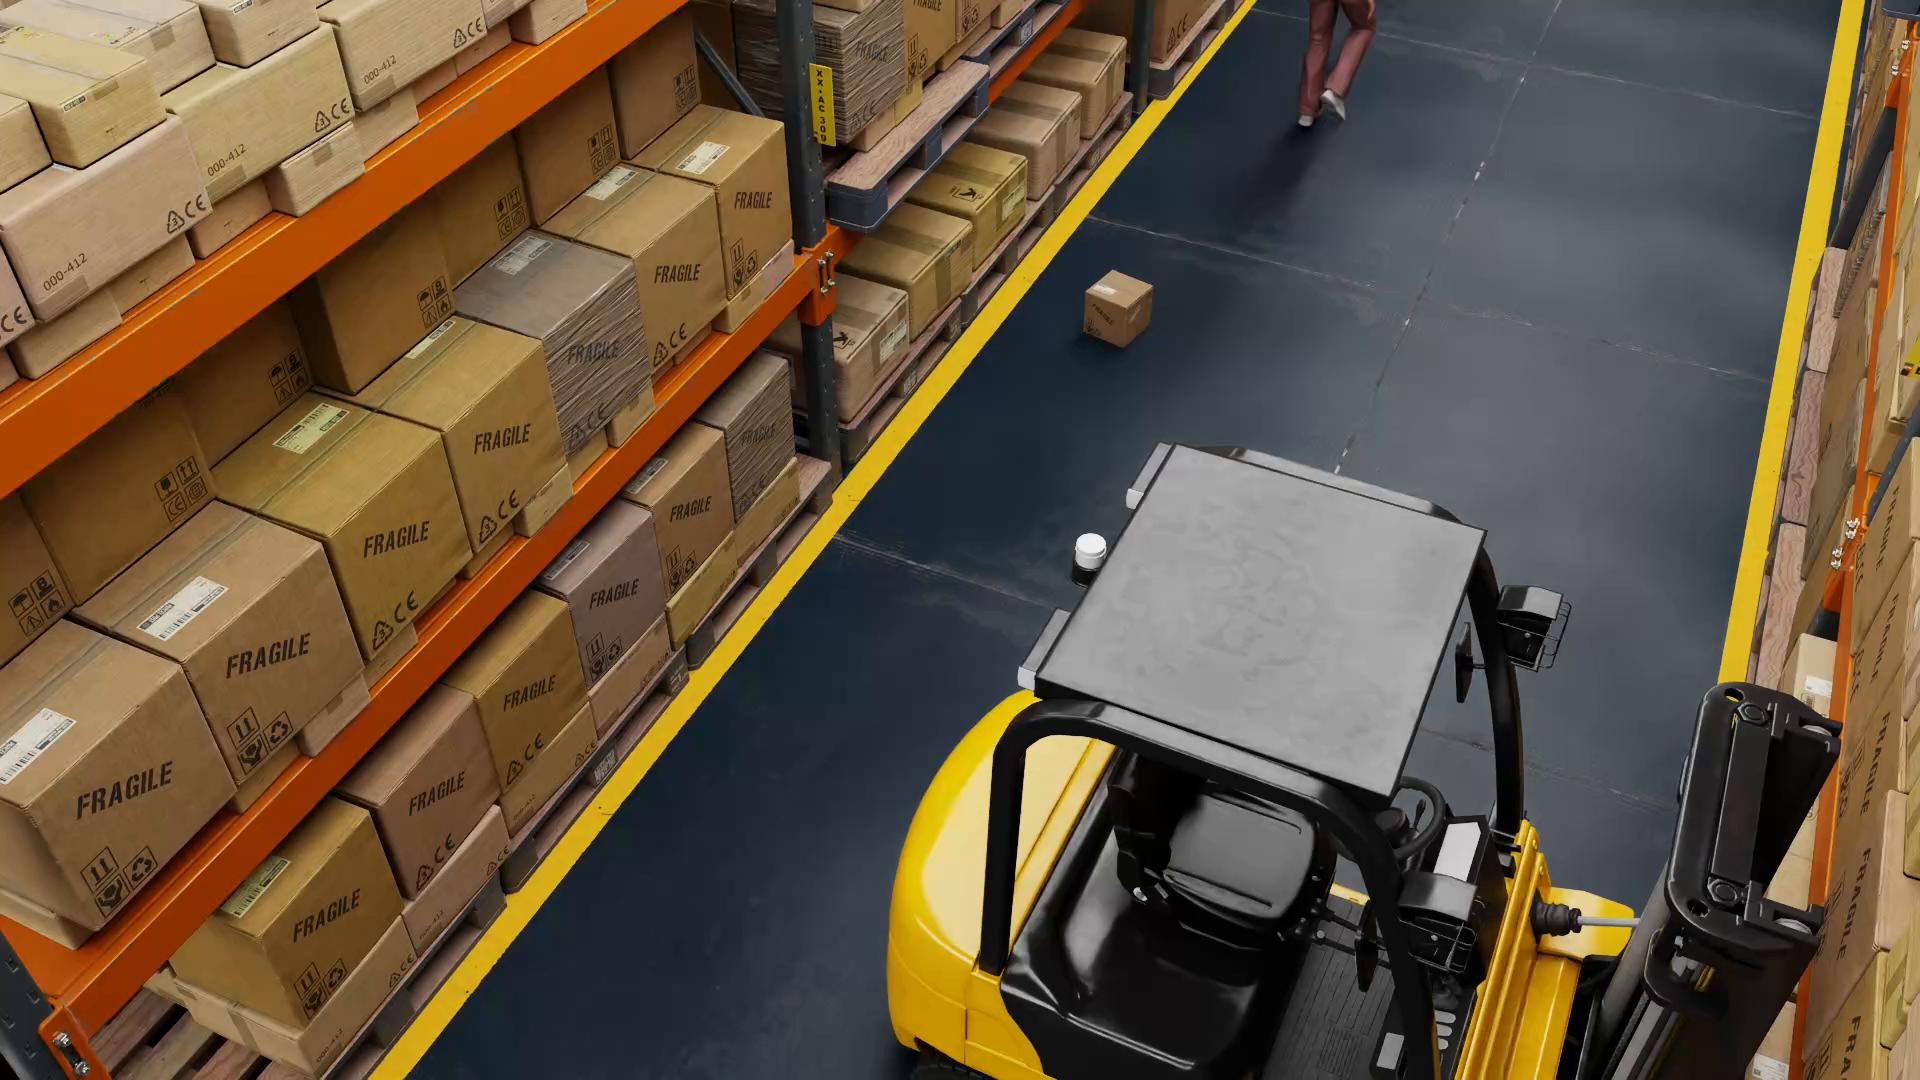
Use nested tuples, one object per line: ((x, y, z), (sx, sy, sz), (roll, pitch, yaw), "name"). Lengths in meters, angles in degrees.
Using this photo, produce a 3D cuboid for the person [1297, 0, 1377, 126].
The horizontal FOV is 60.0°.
((2.232, -3.241, 9.721), (0.468, 1.682, 0.462), (19, 45, 19), "person")
